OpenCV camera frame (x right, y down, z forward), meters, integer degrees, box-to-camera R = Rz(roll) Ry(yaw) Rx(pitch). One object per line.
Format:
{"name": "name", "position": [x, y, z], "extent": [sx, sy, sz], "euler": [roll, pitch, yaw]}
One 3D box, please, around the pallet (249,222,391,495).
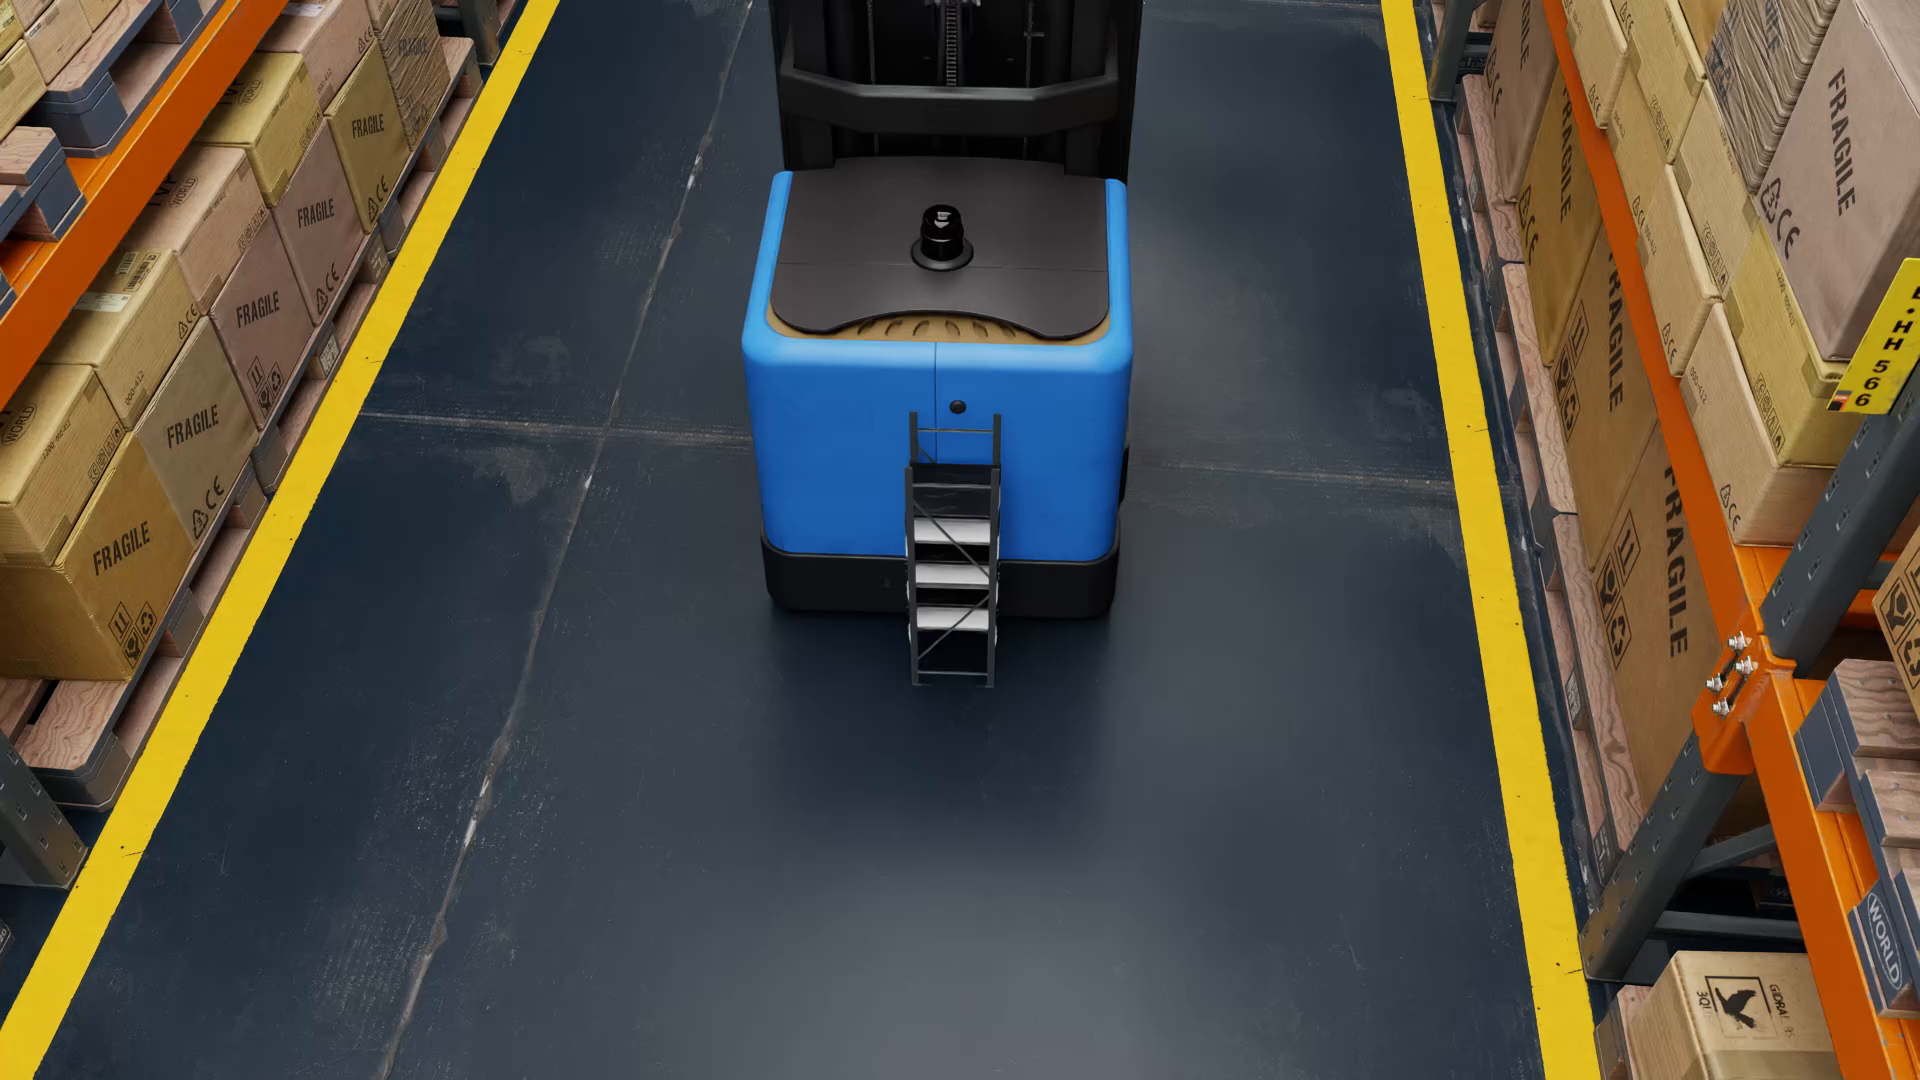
{"name": "pallet", "position": [-2.661, -0.690, 5.738], "extent": [1.003, 0.211, 1.213], "euler": [4, 48, 4]}

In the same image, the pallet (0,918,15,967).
{"name": "pallet", "position": [-2.995, 1.353, 3.870], "extent": [1.003, 0.211, 1.213], "euler": [4, 48, 4]}

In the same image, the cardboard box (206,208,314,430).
{"name": "cardboard box", "position": [-2.445, -0.711, 5.277], "extent": [0.500, 0.500, 0.500], "euler": [3, 48, 3]}

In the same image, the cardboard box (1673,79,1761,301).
{"name": "cardboard box", "position": [1.925, -0.772, 3.686], "extent": [0.500, 0.250, 0.500], "euler": [3, 48, 3]}

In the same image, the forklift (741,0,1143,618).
{"name": "forklift", "position": [-0.002, -1.837, 4.944], "extent": [1.130, 2.935, 3.031], "euler": [2, 48, 2]}

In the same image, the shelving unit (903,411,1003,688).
{"name": "shelving unit", "position": [-0.017, 0.049, 4.596], "extent": [0.258, 0.900, 0.210], "euler": [2, 48, 2]}

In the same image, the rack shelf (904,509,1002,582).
{"name": "rack shelf", "position": [-0.017, 0.010, 4.554], "extent": [0.258, 0.077, 0.200], "euler": [2, 48, 2]}

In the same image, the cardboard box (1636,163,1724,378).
{"name": "cardboard box", "position": [1.909, -0.619, 3.885], "extent": [0.500, 0.250, 0.500], "euler": [5, 48, 4]}

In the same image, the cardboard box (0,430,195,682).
{"name": "cardboard box", "position": [-2.529, 0.037, 4.593], "extent": [0.500, 0.500, 0.500], "euler": [2, 48, 2]}

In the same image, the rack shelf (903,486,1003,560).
{"name": "rack shelf", "position": [-0.017, -0.050, 4.487], "extent": [0.258, 0.077, 0.200], "euler": [2, 48, 2]}

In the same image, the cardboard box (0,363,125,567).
{"name": "cardboard box", "position": [-2.544, -0.204, 4.305], "extent": [0.500, 0.250, 0.500], "euler": [2, 48, 2]}

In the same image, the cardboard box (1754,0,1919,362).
{"name": "cardboard box", "position": [1.878, -0.673, 3.087], "extent": [0.500, 0.500, 0.500], "euler": [3, 48, 2]}

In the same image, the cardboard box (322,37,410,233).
{"name": "cardboard box", "position": [-2.347, -1.462, 5.964], "extent": [0.500, 0.500, 0.500], "euler": [3, 48, 3]}

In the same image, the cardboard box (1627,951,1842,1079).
{"name": "cardboard box", "position": [2.030, 1.256, 3.565], "extent": [0.950, 0.372, 0.625], "euler": [1, 48, 1]}

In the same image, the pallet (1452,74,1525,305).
{"name": "pallet", "position": [2.460, -1.330, 6.324], "extent": [1.003, 0.211, 1.213], "euler": [4, 48, 4]}

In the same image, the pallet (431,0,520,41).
{"name": "pallet", "position": [-2.457, -2.657, 7.537], "extent": [1.003, 0.211, 1.213], "euler": [4, 48, 4]}

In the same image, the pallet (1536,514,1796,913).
{"name": "pallet", "position": [2.238, 0.463, 4.684], "extent": [1.003, 0.211, 1.213], "euler": [4, 48, 4]}

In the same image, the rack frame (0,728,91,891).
{"name": "rack frame", "position": [-2.848, -0.163, 3.366], "extent": [1.000, 3.000, 0.127], "euler": [4, 48, 4]}

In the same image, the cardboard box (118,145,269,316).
{"name": "cardboard box", "position": [-2.440, -0.940, 4.978], "extent": [0.500, 0.250, 0.500], "euler": [4, 48, 4]}

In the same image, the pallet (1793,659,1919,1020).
{"name": "pallet", "position": [2.132, 0.692, 2.715], "extent": [1.213, 0.211, 1.003], "euler": [4, 48, 4]}

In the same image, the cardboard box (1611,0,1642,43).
{"name": "cardboard box", "position": [1.999, -1.531, 4.381], "extent": [0.500, 0.250, 0.500], "euler": [3, 48, 2]}

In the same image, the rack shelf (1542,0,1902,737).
{"name": "rack shelf", "position": [2.273, -1.131, 4.739], "extent": [1.077, 0.370, 4.000], "euler": [4, 48, 4]}

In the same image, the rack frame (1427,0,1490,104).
{"name": "rack frame", "position": [2.456, -2.843, 5.818], "extent": [1.000, 3.000, 0.127], "euler": [4, 48, 4]}

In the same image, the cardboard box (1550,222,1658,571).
{"name": "cardboard box", "position": [2.322, -0.486, 4.817], "extent": [0.875, 0.875, 0.875], "euler": [4, 48, 4]}

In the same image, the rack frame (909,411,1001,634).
{"name": "rack frame", "position": [-0.013, -0.026, 4.664], "extent": [0.240, 0.900, 0.006], "euler": [2, 48, 2]}

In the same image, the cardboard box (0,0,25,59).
{"name": "cardboard box", "position": [-2.537, -1.243, 4.038], "extent": [0.380, 0.149, 0.250], "euler": [4, 48, 4]}

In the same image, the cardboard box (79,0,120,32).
{"name": "cardboard box", "position": [-2.487, -1.509, 4.483], "extent": [0.380, 0.149, 0.250], "euler": [4, 48, 4]}

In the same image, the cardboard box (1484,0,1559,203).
{"name": "cardboard box", "position": [2.479, -1.807, 6.025], "extent": [0.875, 0.875, 0.875], "euler": [5, 48, 5]}

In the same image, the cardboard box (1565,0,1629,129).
{"name": "cardboard box", "position": [1.990, -1.365, 4.567], "extent": [0.500, 0.250, 0.500], "euler": [3, 48, 3]}

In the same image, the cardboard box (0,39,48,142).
{"name": "cardboard box", "position": [-2.534, -1.129, 4.135], "extent": [0.380, 0.149, 0.250], "euler": [6, 48, 5]}

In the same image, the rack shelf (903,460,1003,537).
{"name": "rack shelf", "position": [-0.017, -0.111, 4.421], "extent": [0.258, 0.077, 0.200], "euler": [2, 48, 2]}

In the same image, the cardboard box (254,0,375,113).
{"name": "cardboard box", "position": [-2.359, -1.712, 5.684], "extent": [0.500, 0.250, 0.500], "euler": [6, 48, 5]}

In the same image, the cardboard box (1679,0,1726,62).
{"name": "cardboard box", "position": [1.968, -1.415, 3.766], "extent": [0.500, 0.500, 0.500], "euler": [4, 48, 4]}

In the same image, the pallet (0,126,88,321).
{"name": "pallet", "position": [-2.889, -0.629, 3.922], "extent": [1.213, 0.211, 1.003], "euler": [4, 48, 4]}
